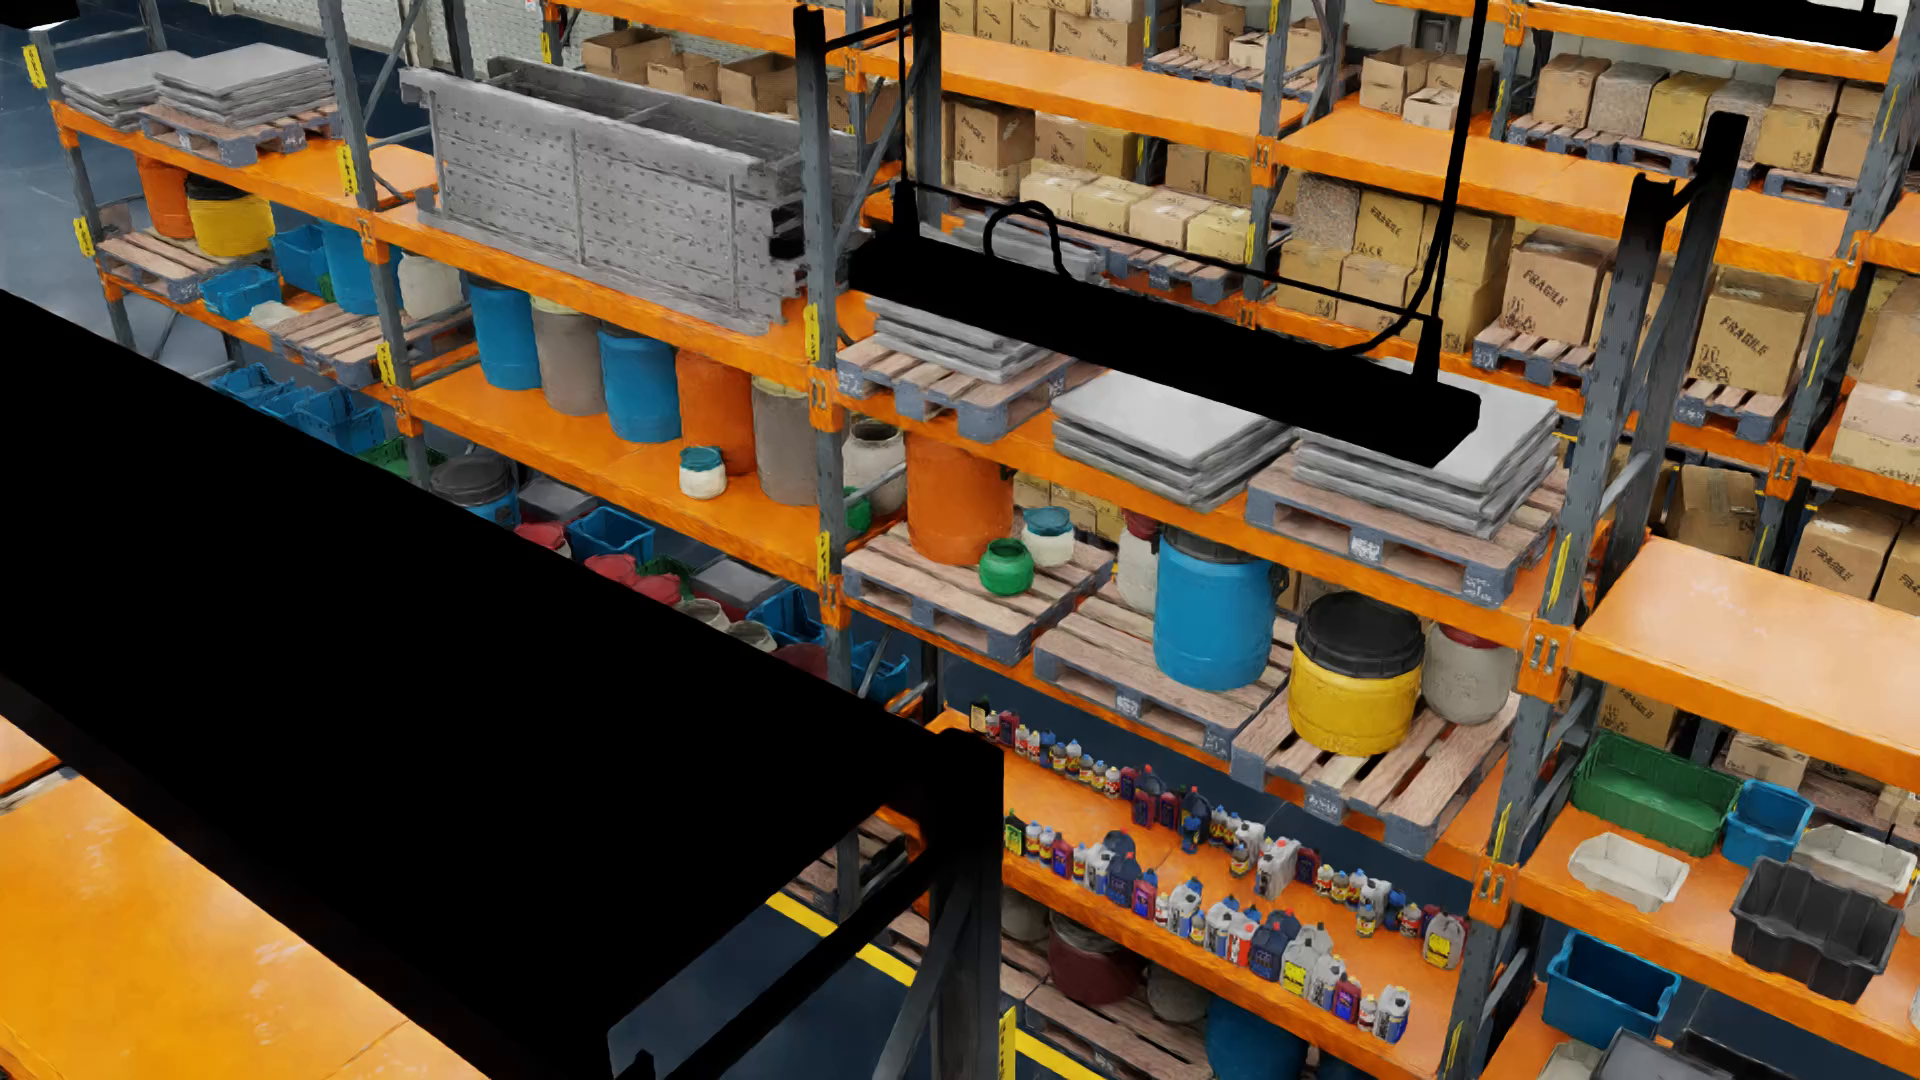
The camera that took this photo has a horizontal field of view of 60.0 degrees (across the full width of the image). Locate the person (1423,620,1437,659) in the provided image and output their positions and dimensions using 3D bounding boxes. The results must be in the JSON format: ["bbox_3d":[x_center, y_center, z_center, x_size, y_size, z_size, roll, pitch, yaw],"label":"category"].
[{"bbox_3d":[3.465,1.022,12.101,1.110,1.537,0.448,23,38,33],"label":"person"}]
